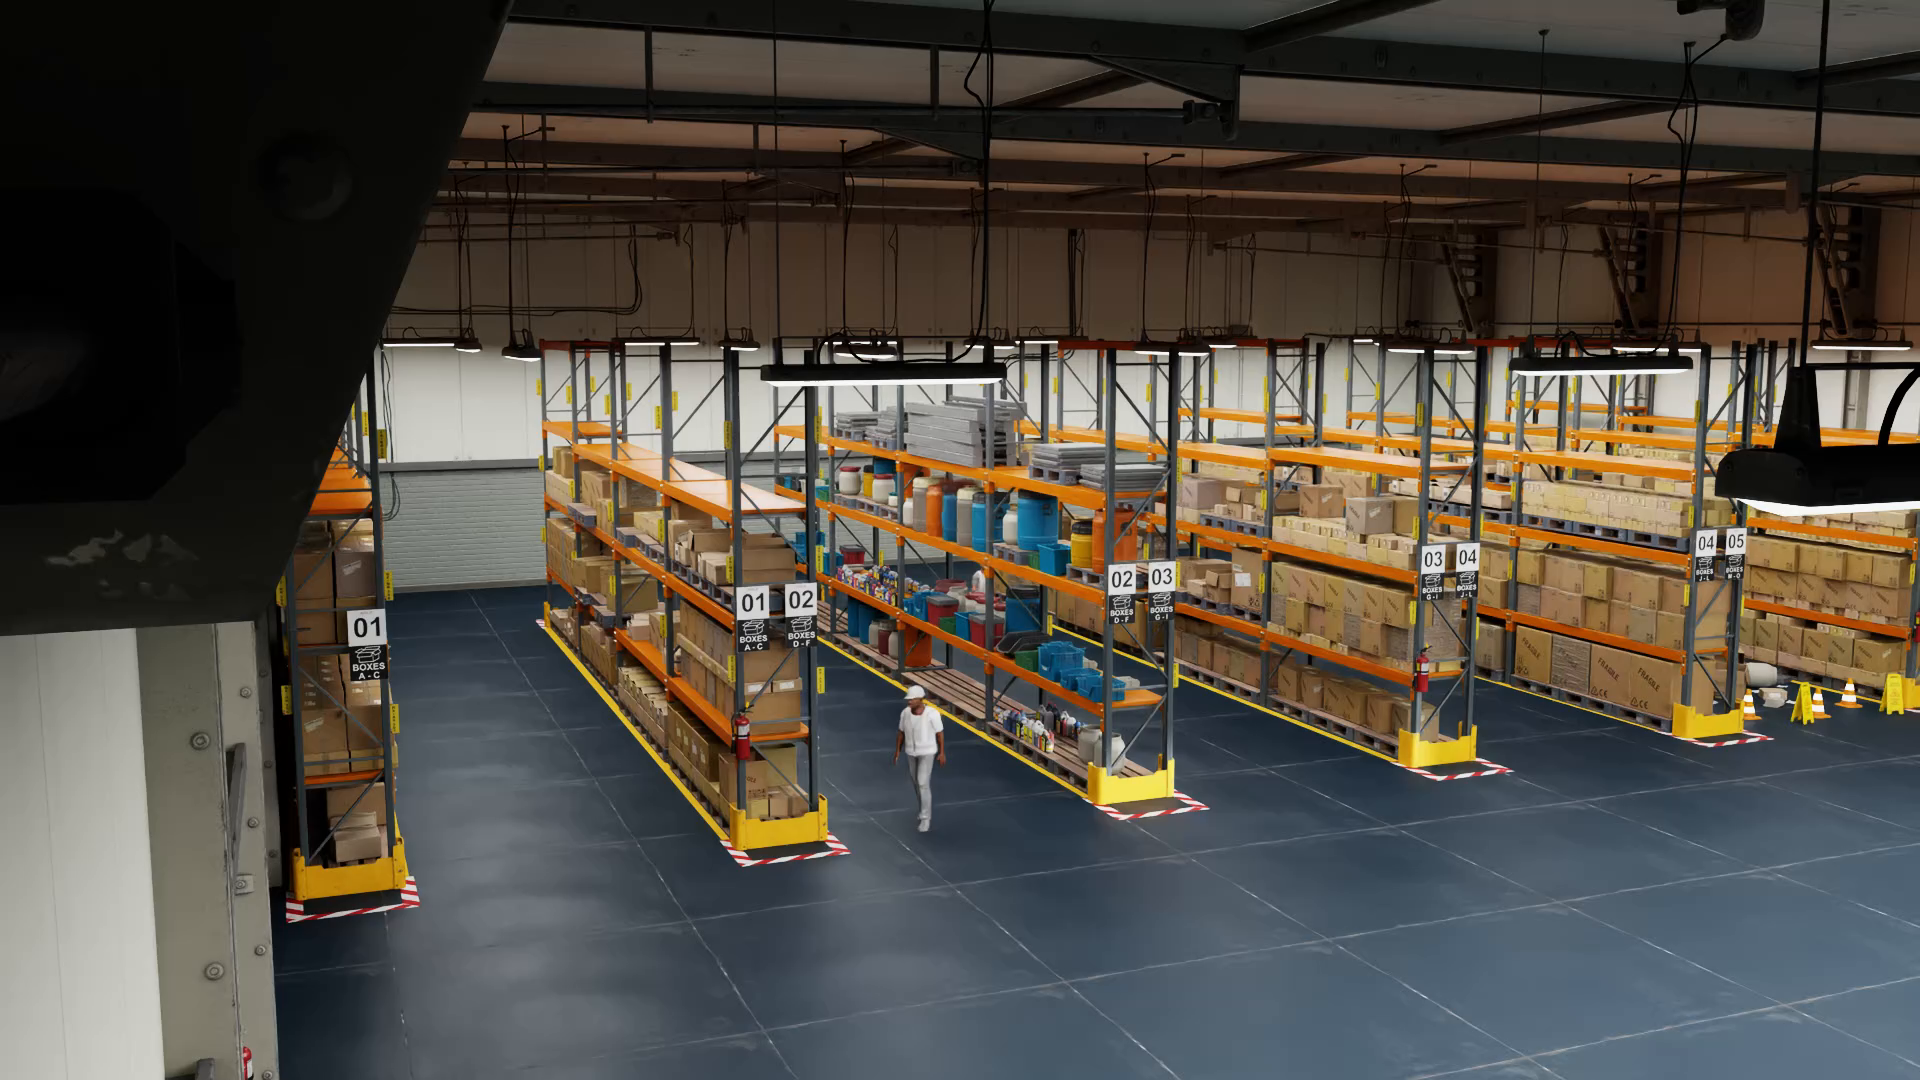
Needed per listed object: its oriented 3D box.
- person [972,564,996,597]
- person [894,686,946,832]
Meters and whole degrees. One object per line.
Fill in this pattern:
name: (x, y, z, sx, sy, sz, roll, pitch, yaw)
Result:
person: (0.519, 1.193, 32.838, 0.642, 1.730, 1.093, -4, 8, -25)
person: (-0.541, 2.727, 21.051, 0.659, 1.757, 0.736, 5, 9, 32)
